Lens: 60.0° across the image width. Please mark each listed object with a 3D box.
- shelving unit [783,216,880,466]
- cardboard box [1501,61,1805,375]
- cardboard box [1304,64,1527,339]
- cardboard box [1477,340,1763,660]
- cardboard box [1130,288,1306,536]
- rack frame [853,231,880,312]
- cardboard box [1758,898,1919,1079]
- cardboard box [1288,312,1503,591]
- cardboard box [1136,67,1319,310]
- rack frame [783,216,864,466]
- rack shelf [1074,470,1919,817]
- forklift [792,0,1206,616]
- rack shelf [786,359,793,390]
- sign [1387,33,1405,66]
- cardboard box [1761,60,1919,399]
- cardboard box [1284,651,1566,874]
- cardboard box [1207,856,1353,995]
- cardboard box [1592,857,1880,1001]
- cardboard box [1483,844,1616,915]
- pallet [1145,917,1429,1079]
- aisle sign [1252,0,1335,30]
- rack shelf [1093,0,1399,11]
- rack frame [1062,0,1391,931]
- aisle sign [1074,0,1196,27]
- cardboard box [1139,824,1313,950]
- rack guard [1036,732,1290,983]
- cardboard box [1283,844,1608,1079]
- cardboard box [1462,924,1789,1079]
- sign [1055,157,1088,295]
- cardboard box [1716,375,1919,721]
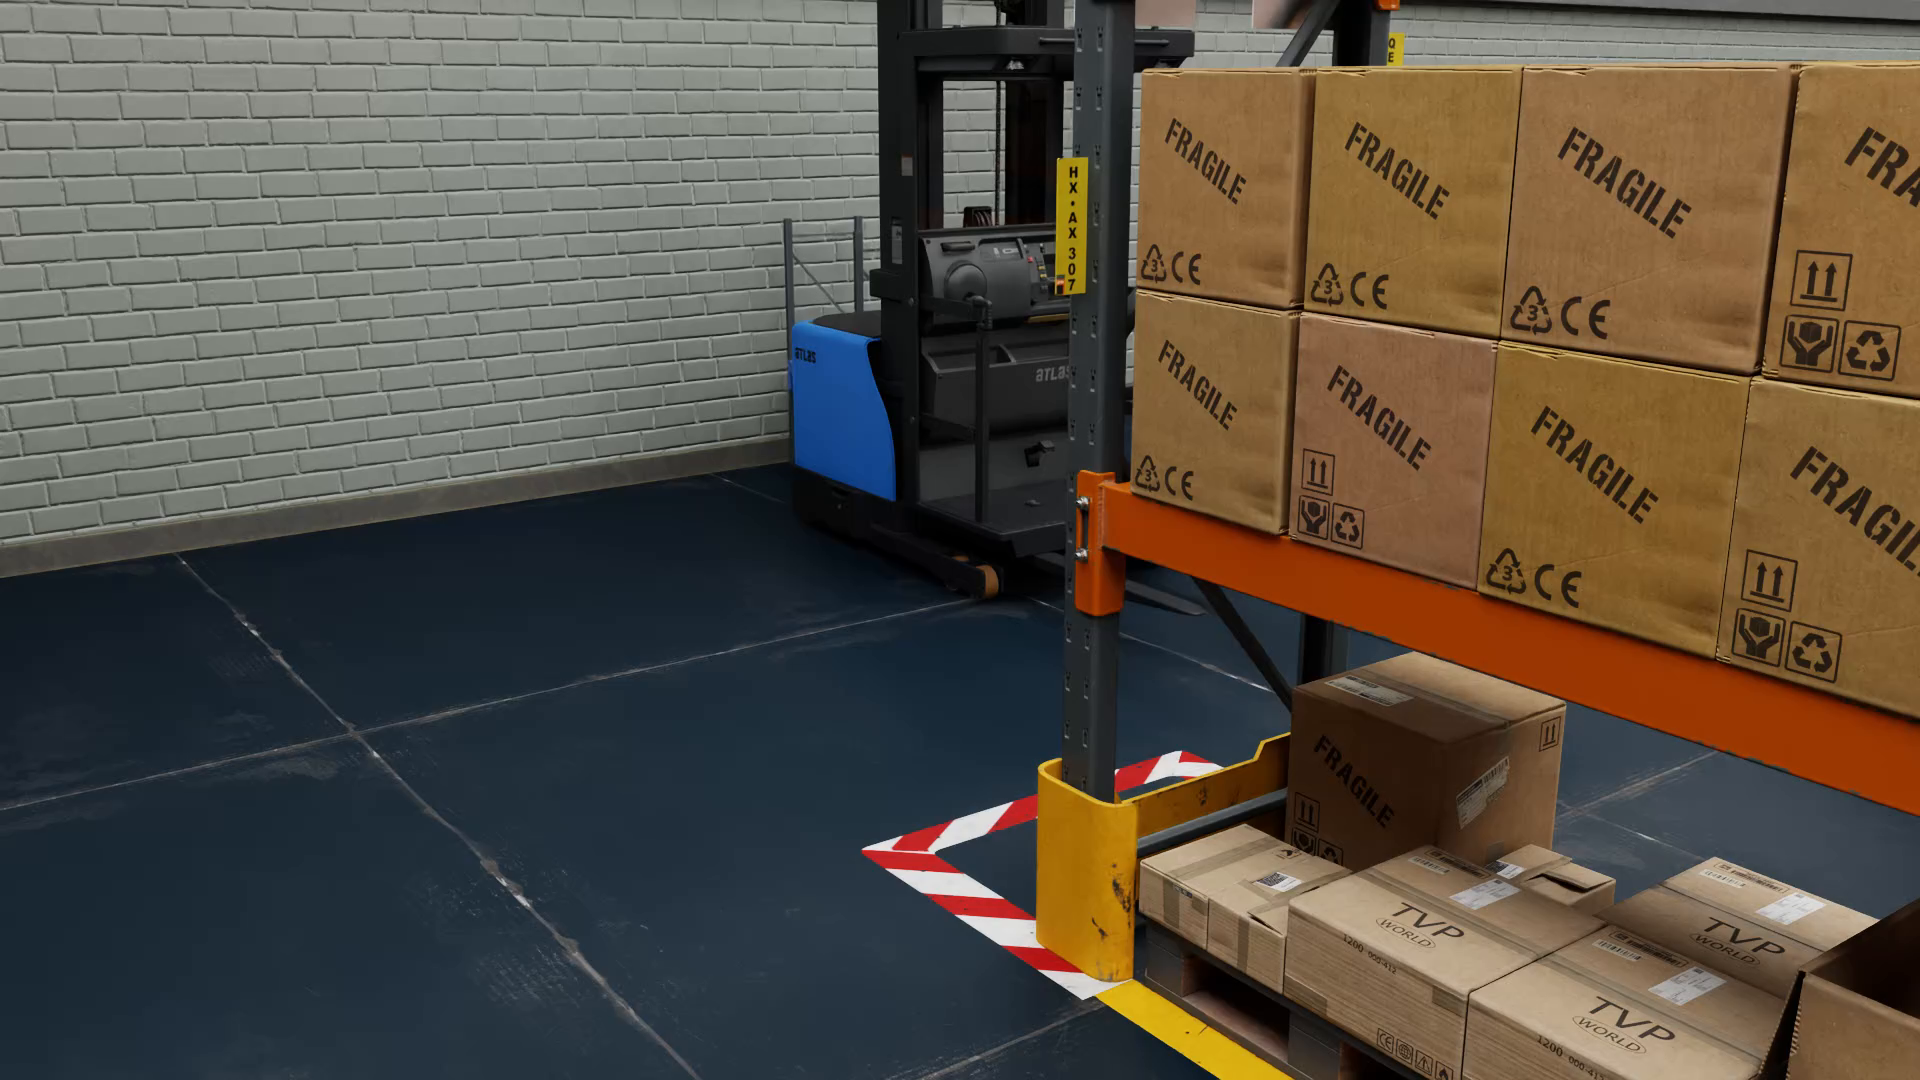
[{"bbox_3d":[-0.584,-1.091,9.720,0.538,1.500,1.048,-8,17,-26],"label":"shelving unit"},{"bbox_3d":[1.363,-0.603,3.013,0.500,0.500,0.500,-11,19,-34],"label":"cardboard box"},{"bbox_3d":[1.073,-0.710,3.406,0.500,0.500,0.500,-11,19,-34],"label":"cardboard box"},{"bbox_3d":[1.360,-0.122,3.149,0.500,0.500,0.500,-11,19,-35],"label":"cardboard box"},{"bbox_3d":[0.759,-0.339,3.942,0.500,0.500,0.500,-10,18,-33],"label":"cardboard box"},{"bbox_3d":[-0.350,-0.971,9.285,0.500,1.500,0.032,-8,17,-26],"label":"rack frame"},{"bbox_3d":[1.955,1.020,3.064,0.797,0.503,0.637,-11,19,-35],"label":"cardboard box"},{"bbox_3d":[1.067,-0.229,3.542,0.500,0.500,0.500,-11,19,-35],"label":"cardboard box"},{"bbox_3d":[0.759,-0.821,3.810,0.500,0.500,0.500,-10,18,-33],"label":"cardboard box"},{"bbox_3d":[-0.819,-1.210,10.155,0.500,1.500,0.032,-8,17,-26],"label":"rack frame"},{"bbox_3d":[1.888,0.348,2.985,1.077,0.370,4.000,-11,19,-35],"label":"rack shelf"},{"bbox_3d":[0.353,-1.279,7.695,1.130,2.935,3.031,-10,18,-33],"label":"forklift"},{"bbox_3d":[-0.584,-0.917,9.767,0.538,0.185,1.000,-8,17,-26],"label":"rack shelf"},{"bbox_3d":[1.173,-1.219,4.555,0.100,0.325,0.005,-11,19,-35],"label":"sign"},{"bbox_3d":[1.663,-0.494,2.617,0.500,0.500,0.500,-11,19,-35],"label":"cardboard box"},{"bbox_3d":[1.231,0.645,4.438,0.500,0.500,0.500,-11,19,-35],"label":"cardboard box"},{"bbox_3d":[0.827,0.924,4.050,0.380,0.166,0.250,-11,19,-35],"label":"cardboard box"},{"bbox_3d":[1.765,0.973,3.713,0.500,0.250,0.500,-11,19,-35],"label":"cardboard box"},{"bbox_3d":[1.396,0.907,4.115,0.380,0.166,0.250,-11,19,-35],"label":"cardboard box"},{"bbox_3d":[1.226,1.105,4.138,1.003,0.211,1.213,-11,19,-35],"label":"pallet"},{"bbox_3d":[0.919,-1.742,4.334,0.394,0.787,0.004,-11,19,-35],"label":"aisle sign"},{"bbox_3d":[1.888,-1.099,2.589,1.077,0.370,4.000,-11,19,-35],"label":"rack shelf"},{"bbox_3d":[0.712,-0.426,4.451,1.000,3.000,0.127,-11,19,-35],"label":"rack frame"},{"bbox_3d":[0.434,-1.649,3.994,0.394,0.787,0.004,-11,19,-35],"label":"aisle sign"},{"bbox_3d":[0.680,0.880,4.247,0.380,0.149,0.250,-11,19,-35],"label":"cardboard box"},{"bbox_3d":[0.756,0.796,4.721,1.175,0.500,0.348,-11,19,-35],"label":"rack guard"},{"bbox_3d":[1.096,0.955,3.780,0.500,0.250,0.500,-11,19,-35],"label":"cardboard box"},{"bbox_3d":[1.390,1.062,3.390,0.500,0.250,0.500,-11,19,-35],"label":"cardboard box"},{"bbox_3d":[0.273,-0.759,4.028,0.100,0.325,0.005,-11,19,-35],"label":"sign"},{"bbox_3d":[1.652,-0.015,2.758,0.500,0.500,0.500,-11,19,-34],"label":"cardboard box"}]
